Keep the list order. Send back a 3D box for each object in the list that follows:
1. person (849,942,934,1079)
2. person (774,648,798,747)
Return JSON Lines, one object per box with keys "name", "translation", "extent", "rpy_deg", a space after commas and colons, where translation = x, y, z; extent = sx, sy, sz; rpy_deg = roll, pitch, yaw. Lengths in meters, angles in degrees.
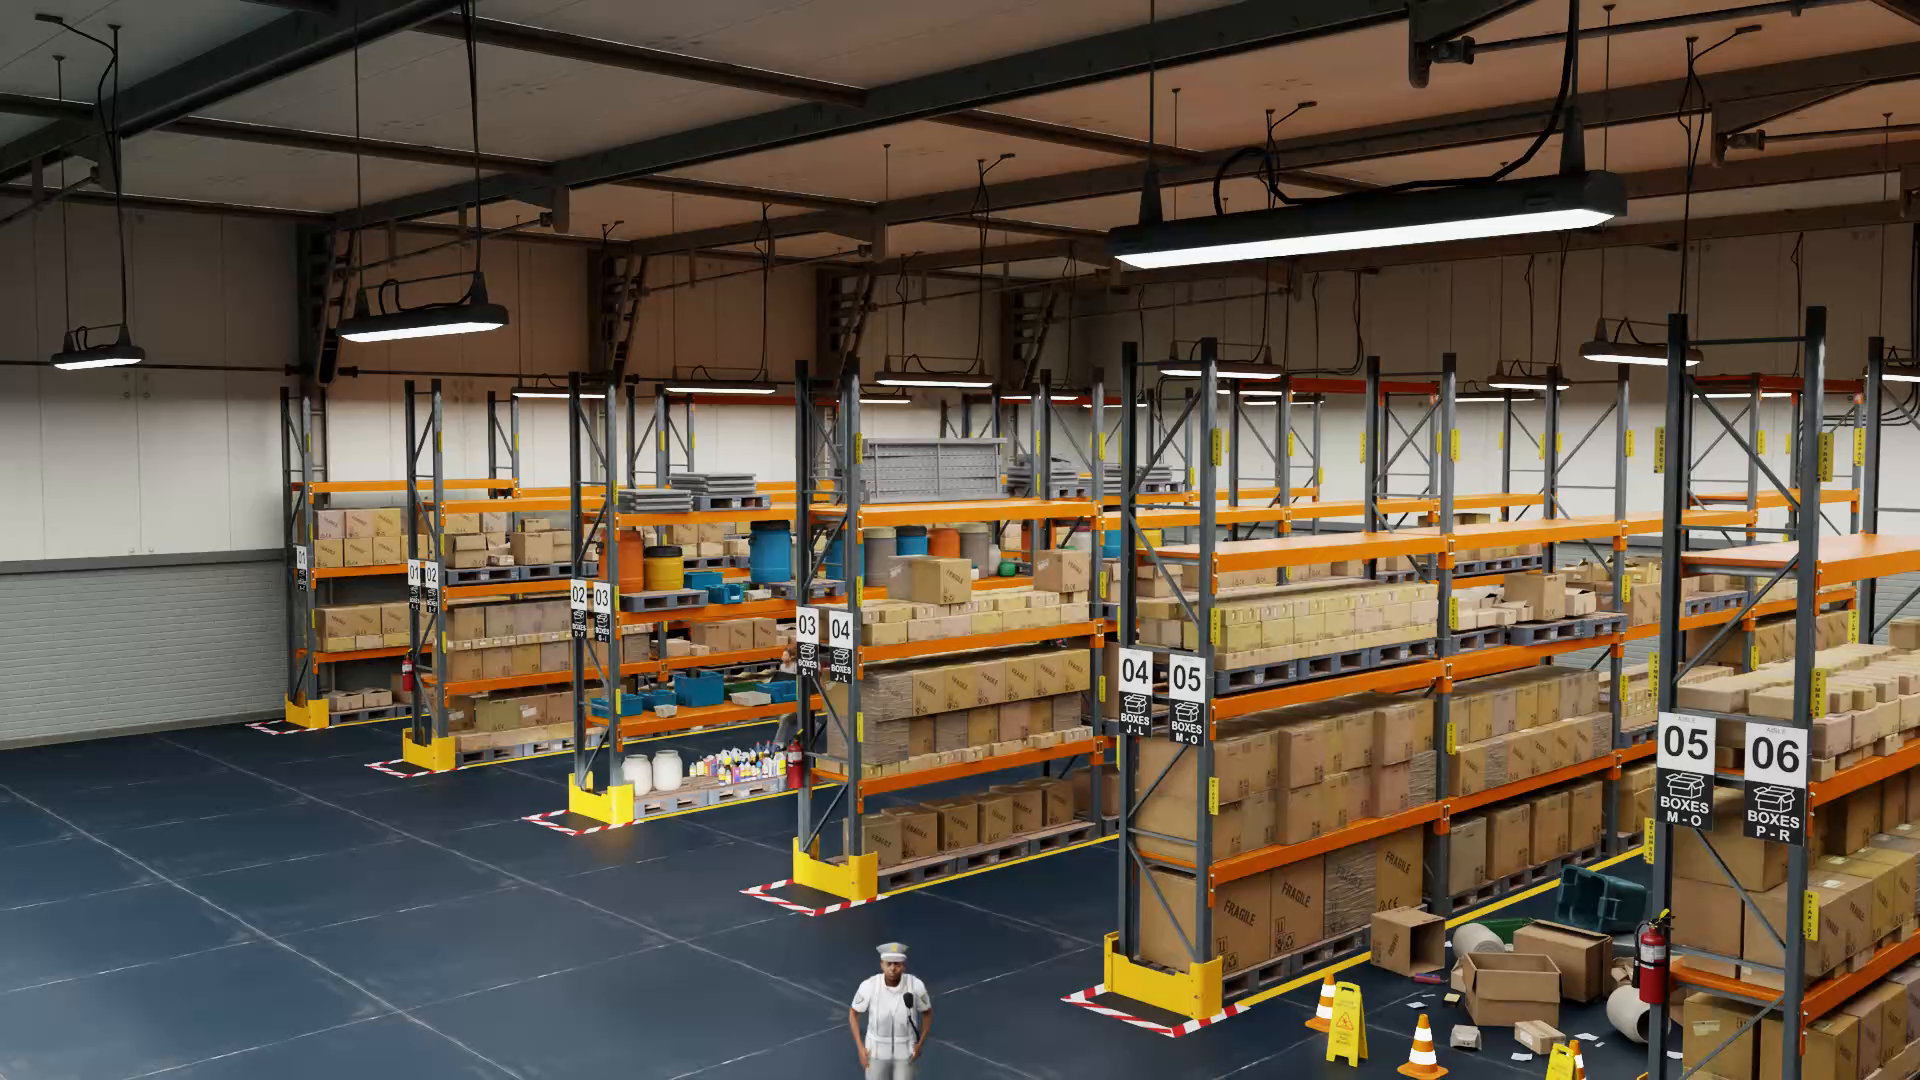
{"name": "person", "translation": [-0.479, 3.600, 11.692], "extent": [0.594, 1.665, 0.568], "rpy_deg": [0, 4, -5]}
{"name": "person", "translation": [-2.763, 2.598, 27.414], "extent": [0.588, 1.659, 0.901], "rpy_deg": [3, 5, 40]}
